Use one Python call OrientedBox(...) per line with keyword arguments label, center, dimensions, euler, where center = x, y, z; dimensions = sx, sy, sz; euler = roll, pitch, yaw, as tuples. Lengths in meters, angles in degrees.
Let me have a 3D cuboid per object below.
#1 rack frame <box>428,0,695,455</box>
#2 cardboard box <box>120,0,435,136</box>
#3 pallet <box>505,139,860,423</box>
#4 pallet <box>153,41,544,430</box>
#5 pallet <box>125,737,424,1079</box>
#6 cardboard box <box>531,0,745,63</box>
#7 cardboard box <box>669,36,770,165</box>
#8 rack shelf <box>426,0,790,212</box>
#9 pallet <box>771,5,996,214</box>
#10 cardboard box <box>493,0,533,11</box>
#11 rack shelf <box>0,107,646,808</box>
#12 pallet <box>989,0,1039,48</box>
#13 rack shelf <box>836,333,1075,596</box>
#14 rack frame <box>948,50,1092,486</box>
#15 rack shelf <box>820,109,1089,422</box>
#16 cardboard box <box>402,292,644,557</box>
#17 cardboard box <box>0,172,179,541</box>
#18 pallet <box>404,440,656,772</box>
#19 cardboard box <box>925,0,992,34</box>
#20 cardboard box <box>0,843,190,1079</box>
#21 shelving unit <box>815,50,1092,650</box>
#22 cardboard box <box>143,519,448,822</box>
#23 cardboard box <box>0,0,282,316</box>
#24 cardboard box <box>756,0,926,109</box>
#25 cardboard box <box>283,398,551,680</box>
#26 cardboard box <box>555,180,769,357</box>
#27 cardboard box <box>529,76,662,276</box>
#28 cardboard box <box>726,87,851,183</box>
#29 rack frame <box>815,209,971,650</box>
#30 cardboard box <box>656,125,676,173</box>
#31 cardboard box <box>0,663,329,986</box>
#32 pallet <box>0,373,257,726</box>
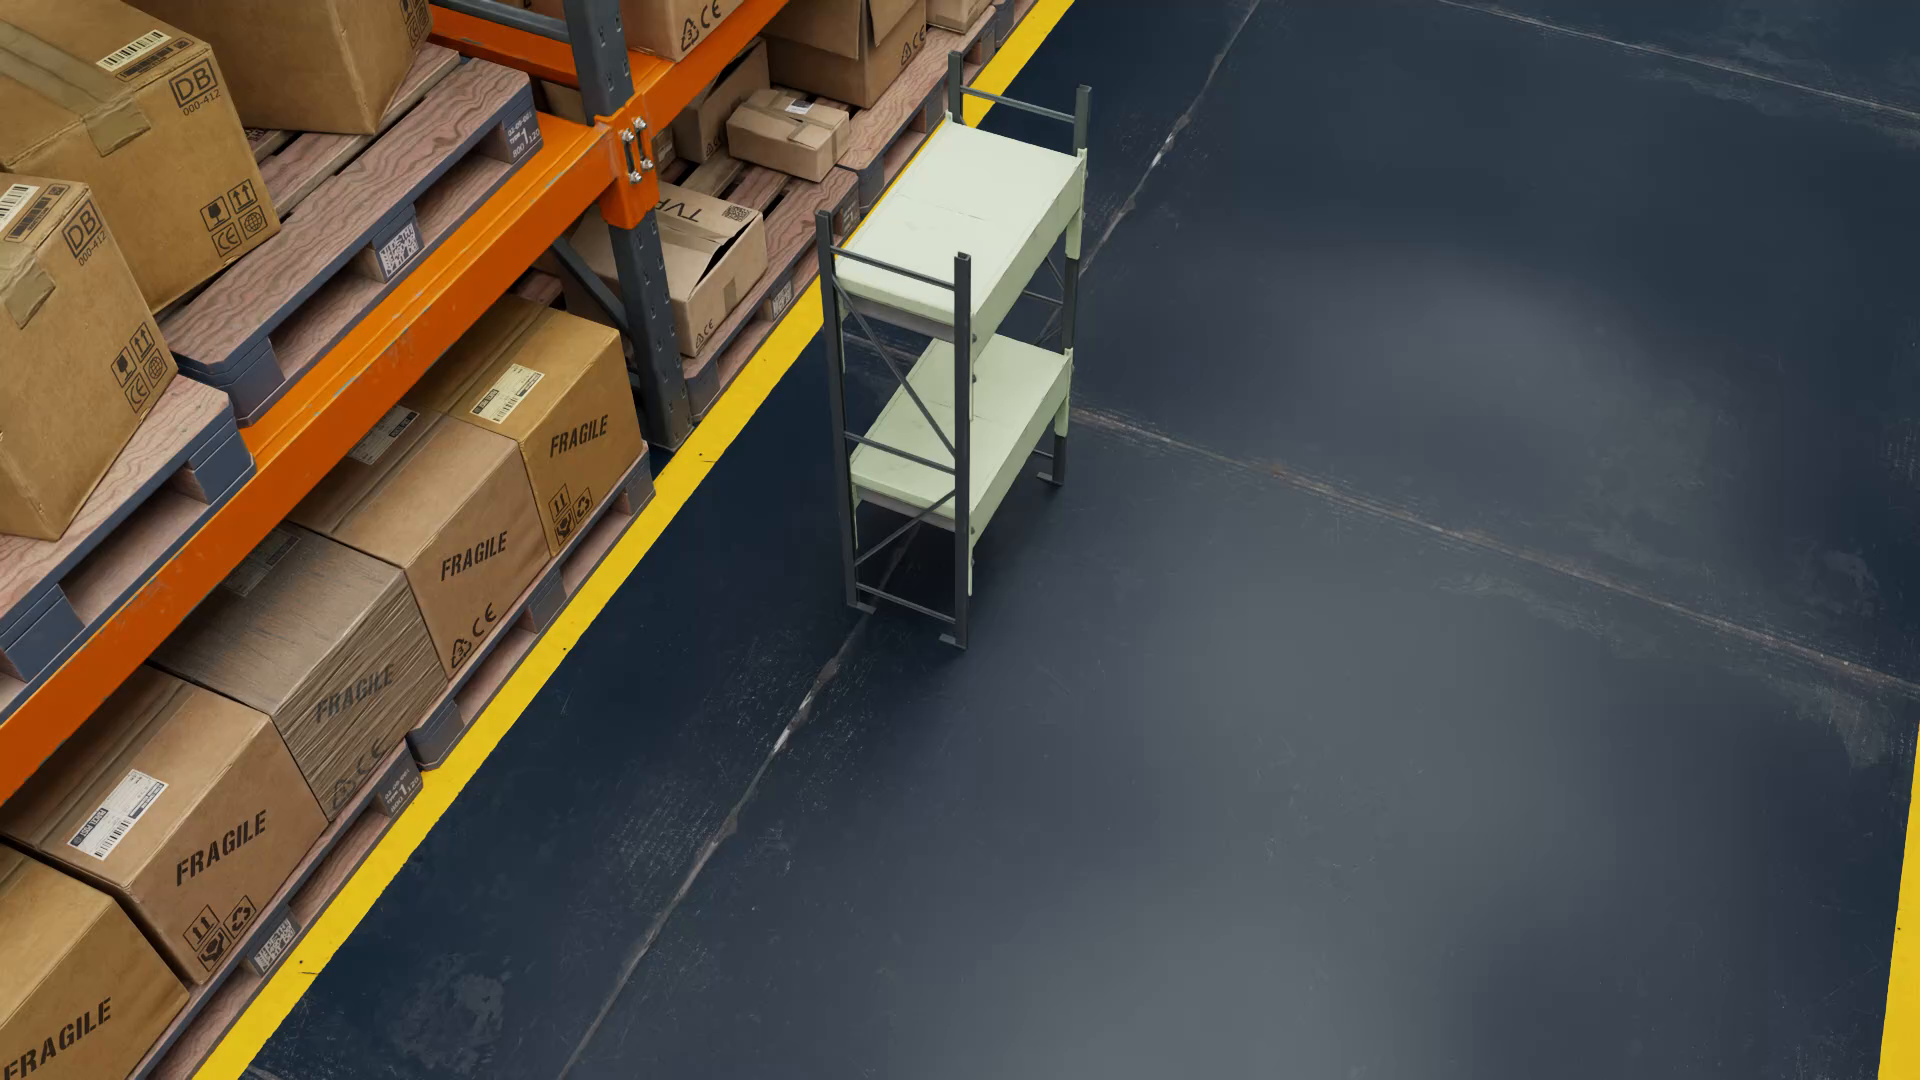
OrientedBox(label="rack frame", center=(-1.367, -1.459, 4.522), dimensions=(1.000, 3.000, 0.127), euler=(20, 52, 16))
OrientedBox(label="cardboard box", center=(-1.771, -1.374, 4.108), dimensions=(0.700, 0.500, 0.500), euler=(4, 50, 4))
OrientedBox(label="pallet", center=(-1.072, -1.028, 5.986), dimensions=(1.003, 0.211, 1.213), euler=(20, 52, 16))
OrientedBox(label="pallet", center=(-1.807, -0.882, 4.157), dimensions=(1.003, 0.211, 1.213), euler=(20, 52, 16))
OrientedBox(label="pallet", center=(-2.200, 0.860, 4.380), dimensions=(1.003, 0.211, 1.213), euler=(20, 52, 16))
OrientedBox(label="cardboard box", center=(-0.902, -1.754, 4.707), dimensions=(0.500, 0.500, 0.500), euler=(21, 53, 17))
OrientedBox(label="cardboard box", center=(-1.059, -1.731, 6.230), dimensions=(0.500, 0.311, 0.500), euler=(20, 52, 16))
OrientedBox(label="rack shelf", center=(-0.512, -2.603, 5.968), dimensions=(1.077, 0.370, 4.000), euler=(20, 52, 16))
OrientedBox(label="pallet", center=(-0.552, -1.871, 6.704), dimensions=(1.003, 0.211, 1.213), euler=(20, 52, 16))
OrientedBox(label="cardboard box", center=(-1.385, -1.919, 4.848), dimensions=(0.500, 0.500, 0.500), euler=(21, 53, 17))
OrientedBox(label="rack shelf", center=(-2.221, 0.151, 3.624), dimensions=(1.077, 0.370, 4.000), euler=(20, 52, 16))
OrientedBox(label="pallet", center=(-0.030, -2.708, 7.416), dimensions=(1.003, 0.211, 1.213), euler=(20, 52, 16))
OrientedBox(label="rack shelf", center=(-0.003, -0.270, 4.923), dimensions=(0.431, 0.370, 0.720), euler=(20, 52, 16))
OrientedBox(label="rack frame", center=(0.154, -0.733, 4.889), dimensions=(0.400, 1.500, 0.023), euler=(20, 52, 16))
OrientedBox(label="rack shelf", center=(-0.003, -0.734, 4.378), dimensions=(0.431, 0.370, 0.720), euler=(20, 52, 16))
OrientedBox(label="cardboard box", center=(-1.318, -0.359, 4.938), dimensions=(0.500, 0.500, 0.500), euler=(20, 52, 16))
OrientedBox(label="cardboard box", center=(-2.066, -0.391, 3.272), dimensions=(0.700, 0.500, 0.500), euler=(8, 50, 7))
OrientedBox(label="pallet", center=(-1.680, 0.017, 5.097), dimensions=(1.003, 0.211, 1.213), euler=(20, 52, 16))
OrientedBox(label="cardboard box", center=(-0.100, -2.366, 6.810), dimensions=(0.500, 0.250, 0.500), euler=(20, 52, 16))
OrientedBox(label="cardboard box", center=(-2.185, 1.036, 3.751), dimensions=(0.500, 0.500, 0.500), euler=(19, 52, 16))
OrientedBox(label="shelving unit", center=(-0.003, -0.481, 4.675), dimensions=(0.431, 1.500, 0.755), euler=(20, 52, 16))
OrientedBox(label="cardboard box", center=(-1.752, 0.324, 4.357), dimensions=(0.500, 0.500, 0.500), euler=(20, 53, 17))
OrientedBox(label="cardboard box", center=(-2.008, -0.880, 3.688), dimensions=(0.700, 0.500, 0.500), euler=(28, 55, 22))
OrientedBox(label="cardboard box", center=(-0.569, -2.088, 6.408), dimensions=(0.797, 0.503, 0.637), euler=(20, 52, 16))
OrientedBox(label="cardboard box", center=(-1.537, -0.021, 4.651), dimensions=(0.500, 0.500, 0.500), euler=(20, 52, 16))
OrientedBox(label="cardboard box", center=(-0.992, -0.949, 5.565), dimensions=(0.500, 0.311, 0.500), euler=(20, 52, 16))
OrientedBox(label="cardboard box", center=(-1.380, -1.276, 5.719), dimensions=(0.500, 0.500, 0.500), euler=(20, 52, 16))
OrientedBox(label="cardboard box", center=(-0.631, -1.501, 6.129), dimensions=(0.380, 0.166, 0.250), euler=(20, 52, 16))
OrientedBox(label="rack frame", center=(-0.159, -0.229, 4.460), dimensions=(0.400, 1.500, 0.023), euler=(20, 52, 16))
OrientedBox(label="cardboard box", center=(-1.274, -1.440, 6.089), dimensions=(0.380, 0.149, 0.250), euler=(20, 52, 16))
OrientedBox(label="cardboard box", center=(-1.967, 0.675, 4.058), dimensions=(0.500, 0.500, 0.500), euler=(18, 52, 15))
OrientedBox(label="pallet", center=(-2.249, 0.017, 3.392), dimensions=(1.003, 0.211, 1.213), euler=(20, 52, 16))
